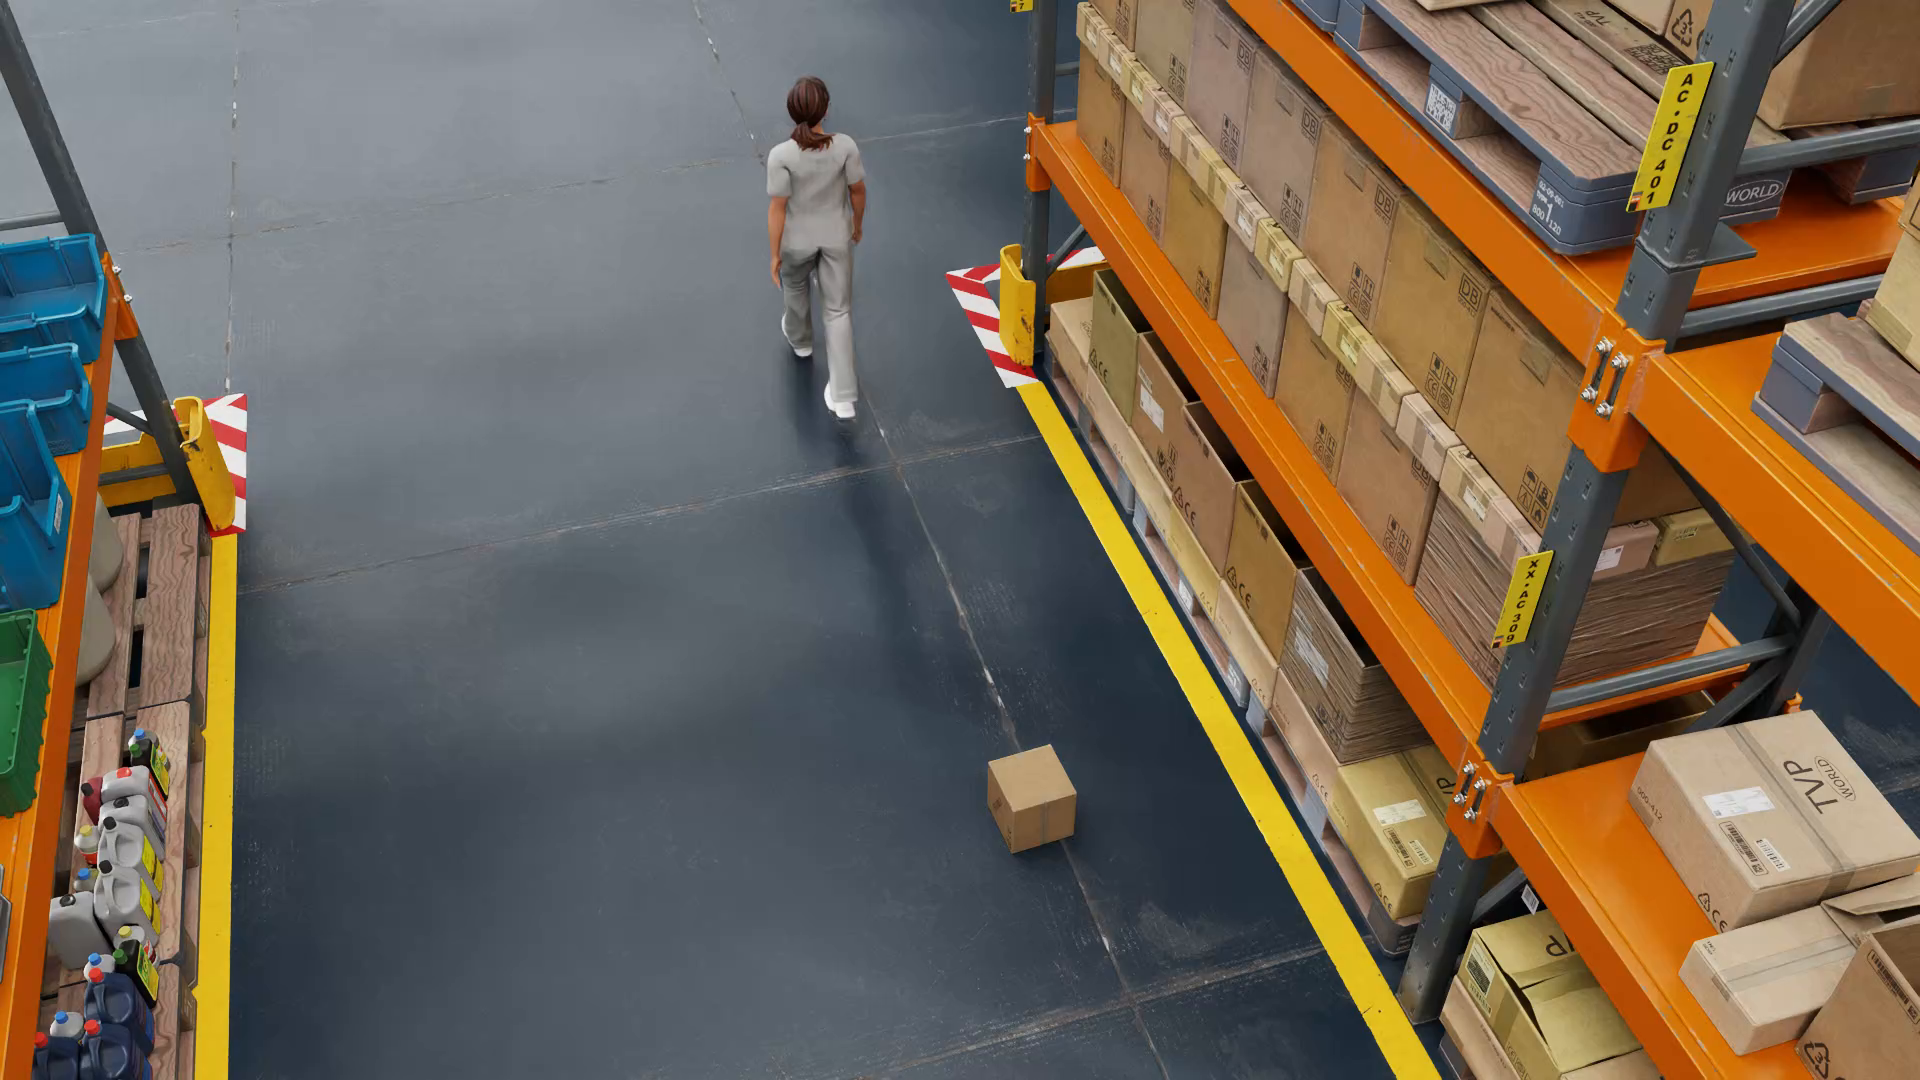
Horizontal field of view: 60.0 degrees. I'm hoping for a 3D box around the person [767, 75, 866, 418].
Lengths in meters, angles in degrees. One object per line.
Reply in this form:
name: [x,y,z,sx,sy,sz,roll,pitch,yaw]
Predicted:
person: [-0.661,-1.404,7.705,0.476,1.625,0.990,-8,43,-9]
